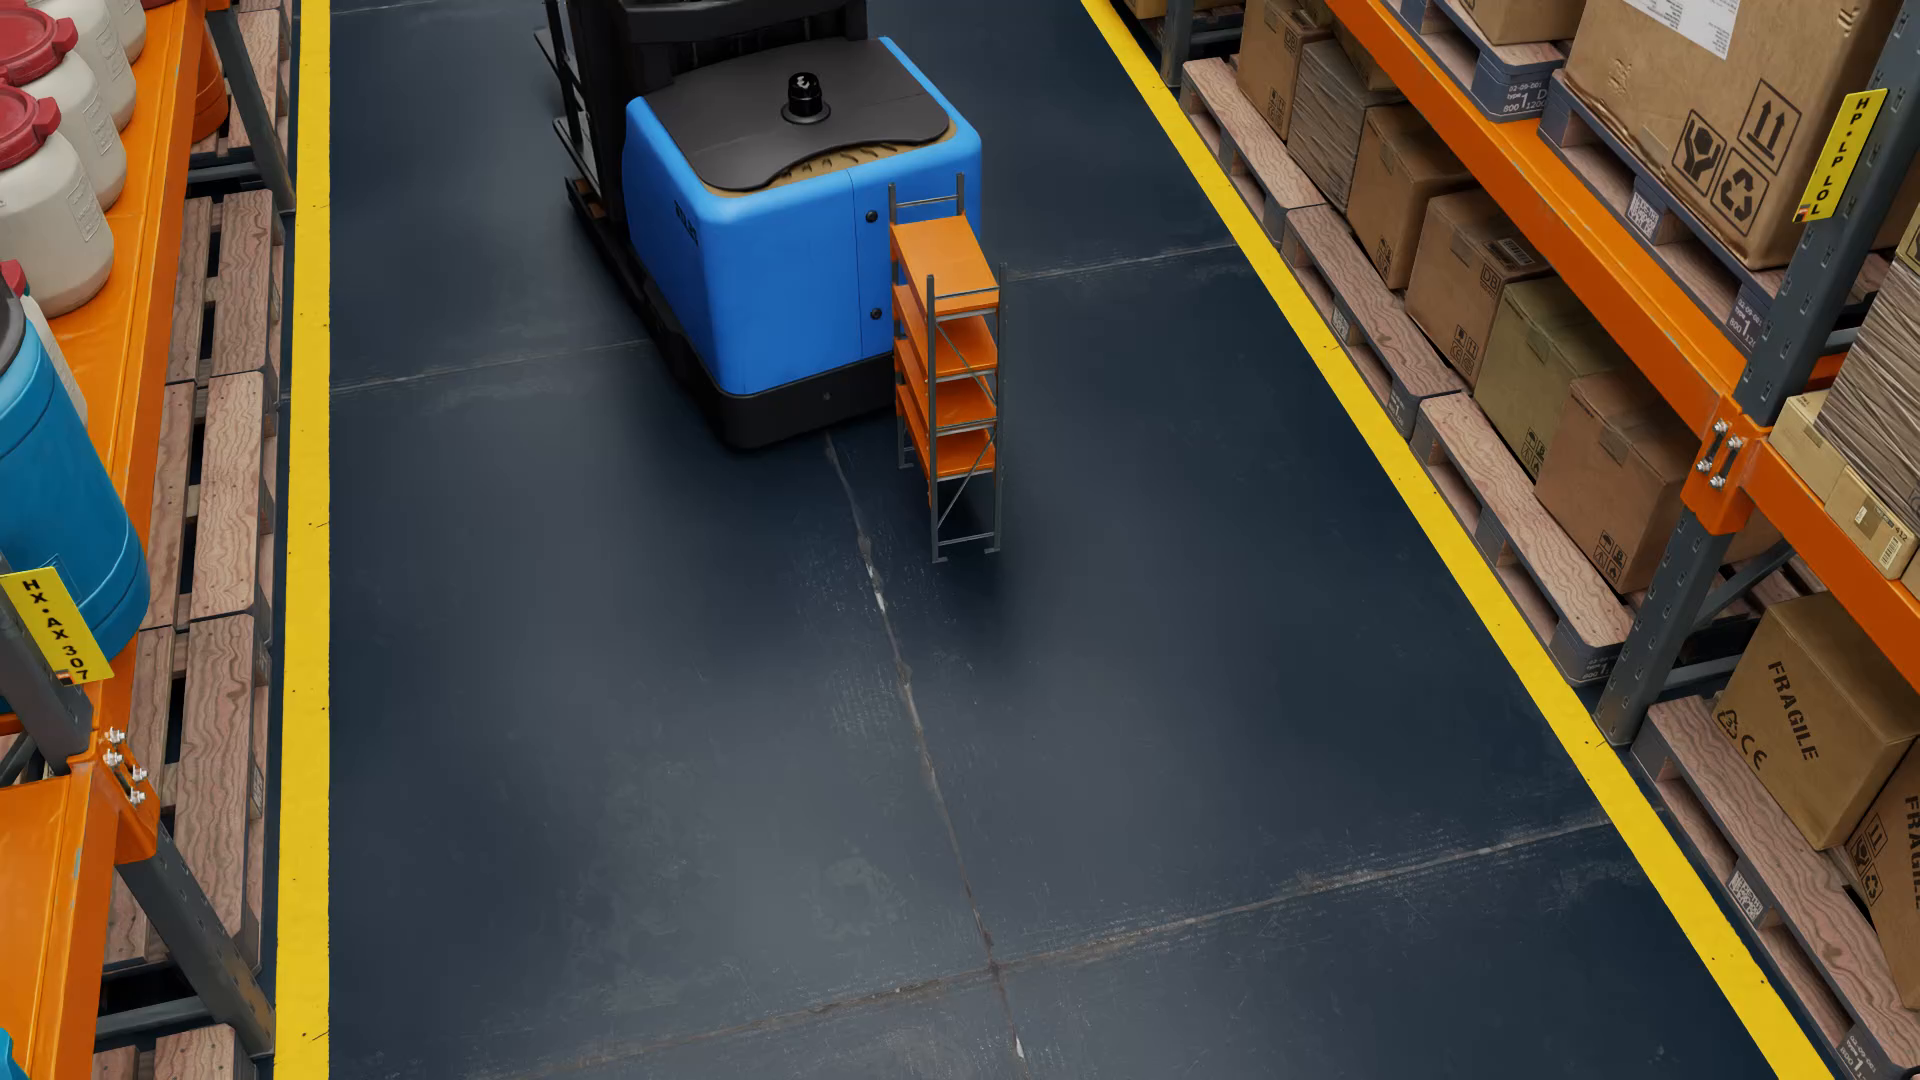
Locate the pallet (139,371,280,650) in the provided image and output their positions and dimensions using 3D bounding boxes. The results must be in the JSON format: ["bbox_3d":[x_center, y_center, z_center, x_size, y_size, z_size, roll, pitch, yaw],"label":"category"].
[{"bbox_3d":[-2.870,-0.039,5.640,1.003,0.211,1.213,-11,47,-10],"label":"pallet"}]

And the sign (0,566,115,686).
[{"bbox_3d":[-1.781,0.175,3.285,0.100,0.325,0.005,-11,47,-10],"label":"sign"}]

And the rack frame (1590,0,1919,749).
[{"bbox_3d":[2.472,-0.541,4.180,1.000,3.000,0.127,-11,47,-10],"label":"rack frame"}]

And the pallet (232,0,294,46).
[{"bbox_3d":[-3.890,-2.799,8.345,1.003,0.211,1.213,-11,47,-10],"label":"pallet"}]

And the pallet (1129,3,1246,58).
[{"bbox_3d":[1.319,-2.885,8.429,1.003,0.211,1.213,-11,47,-10],"label":"pallet"}]

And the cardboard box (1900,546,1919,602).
[{"bbox_3d":[2.379,0.093,3.735,0.380,0.149,0.250,-11,47,-10],"label":"cardboard box"}]

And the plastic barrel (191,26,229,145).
[{"bbox_3d":[-3.481,-2.119,6.952,0.600,0.830,0.708,-11,47,-10],"label":"plastic barrel"}]

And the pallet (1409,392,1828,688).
[{"bbox_3d":[2.272,-0.102,5.703,1.003,0.211,1.213,-11,47,-10],"label":"pallet"}]

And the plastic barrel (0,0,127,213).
[{"bbox_3d":[-2.647,-1.189,4.720,0.433,0.535,0.433,0,46,0],"label":"plastic barrel"}]

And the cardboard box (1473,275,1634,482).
[{"bbox_3d":[2.232,-0.581,5.661,0.700,0.500,0.500,-11,47,-11],"label":"cardboard box"}]

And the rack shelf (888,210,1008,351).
[{"bbox_3d":[-0.042,-0.809,5.153,0.258,0.148,0.480,-11,47,-10],"label":"rack shelf"}]

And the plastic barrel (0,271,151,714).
[{"bbox_3d":[-2.122,-0.133,3.429,0.600,0.901,0.708,-11,47,-10],"label":"plastic barrel"}]

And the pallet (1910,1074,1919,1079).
[{"bbox_3d":[2.994,1.736,3.901,1.003,0.211,1.213,-11,47,-10],"label":"pallet"}]

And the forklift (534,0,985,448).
[{"bbox_3d":[-1.019,-2.412,6.062,1.130,2.935,3.031,-20,49,-18],"label":"forklift"}]

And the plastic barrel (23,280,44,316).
[{"bbox_3d":[-2.506,-0.529,4.265,0.301,0.262,0.301,0,46,0],"label":"plastic barrel"}]

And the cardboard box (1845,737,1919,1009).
[{"bbox_3d":[2.690,0.864,4.259,0.500,0.500,0.500,3,46,2],"label":"cardboard box"}]

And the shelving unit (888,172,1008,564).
[{"bbox_3d":[-0.042,-0.534,5.433,0.258,1.200,0.503,-11,47,-10],"label":"shelving unit"}]

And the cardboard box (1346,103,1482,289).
[{"bbox_3d":[1.945,-1.352,6.417,0.700,0.500,0.500,-7,46,-7],"label":"cardboard box"}]

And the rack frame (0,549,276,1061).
[{"bbox_3d":[-2.316,0.364,3.293,1.000,3.000,0.127,-11,47,-10],"label":"rack frame"}]

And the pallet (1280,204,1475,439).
[{"bbox_3d":[1.956,-0.946,6.530,1.003,0.211,1.213,-11,47,-10],"label":"pallet"}]

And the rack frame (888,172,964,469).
[{"bbox_3d":[-0.105,-0.703,5.599,0.240,1.200,0.015,-11,47,-10],"label":"rack frame"}]

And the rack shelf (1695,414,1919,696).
[{"bbox_3d":[2.984,1.091,3.084,1.077,0.370,4.000,-11,47,-10],"label":"rack shelf"}]

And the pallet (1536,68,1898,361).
[{"bbox_3d":[2.417,-1.028,4.792,1.003,0.211,1.213,-11,47,-10],"label":"pallet"}]

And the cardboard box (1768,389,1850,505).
[{"bbox_3d":[2.237,-0.250,4.070,0.380,0.149,0.250,-11,47,-10],"label":"cardboard box"}]

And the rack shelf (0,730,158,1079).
[{"bbox_3d":[-1.804,1.997,2.196,1.077,0.370,4.000,-11,47,-10],"label":"rack shelf"}]

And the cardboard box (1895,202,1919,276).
[{"bbox_3d":[2.342,-0.673,3.331,0.500,0.500,0.500,-11,47,-10],"label":"cardboard box"}]

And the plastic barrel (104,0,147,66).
[{"bbox_3d":[-2.870,-1.765,5.301,0.421,0.512,0.421,0,46,0],"label":"plastic barrel"}]

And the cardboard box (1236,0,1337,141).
[{"bbox_3d":[1.639,-2.123,7.172,0.700,0.500,0.500,-13,47,-12],"label":"cardboard box"}]

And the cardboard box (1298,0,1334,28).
[{"bbox_3d":[1.649,-2.387,6.906,0.500,0.250,0.500,-9,46,-9],"label":"cardboard box"}]

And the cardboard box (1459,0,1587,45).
[{"bbox_3d":[1.939,-1.904,5.150,0.797,0.503,0.637,-6,46,-6],"label":"cardboard box"}]

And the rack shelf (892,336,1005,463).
[{"bbox_3d":[-0.042,-0.487,5.482,0.258,0.148,0.480,-11,47,-10],"label":"rack shelf"}]
